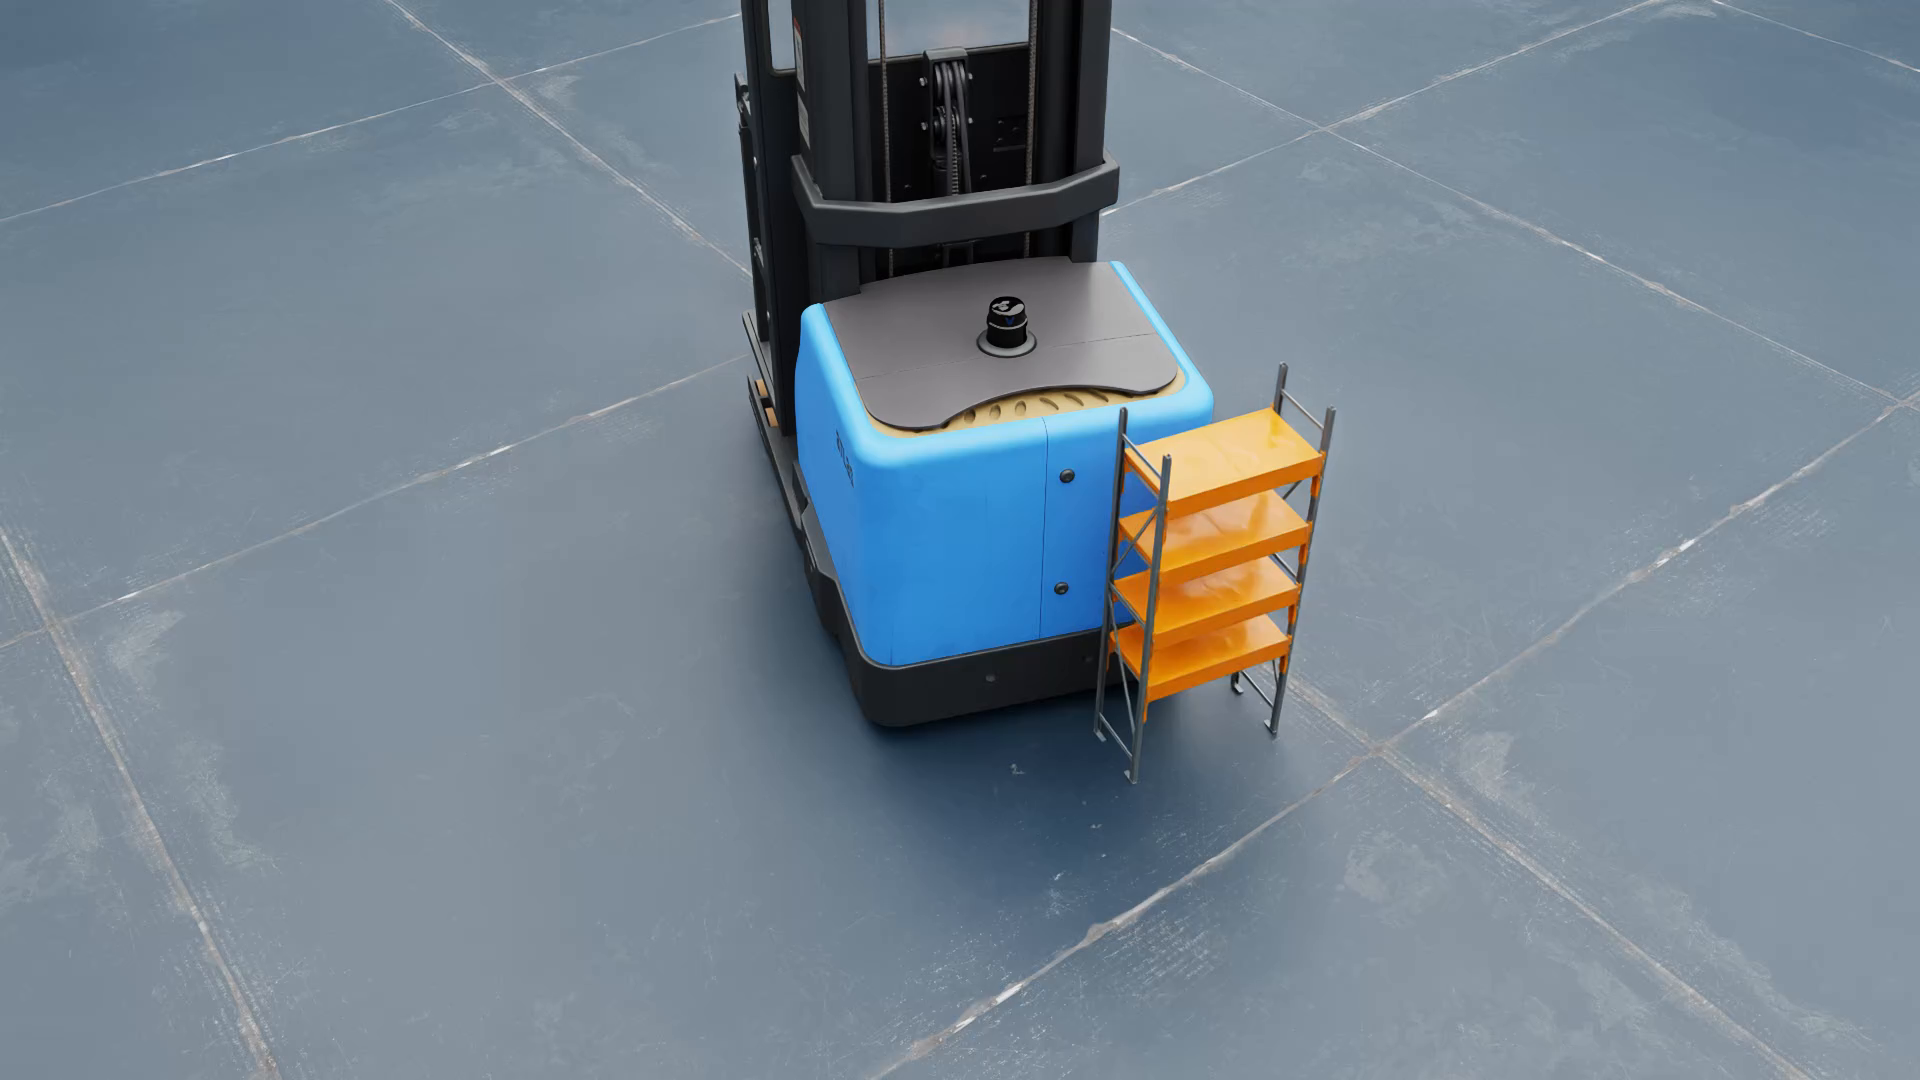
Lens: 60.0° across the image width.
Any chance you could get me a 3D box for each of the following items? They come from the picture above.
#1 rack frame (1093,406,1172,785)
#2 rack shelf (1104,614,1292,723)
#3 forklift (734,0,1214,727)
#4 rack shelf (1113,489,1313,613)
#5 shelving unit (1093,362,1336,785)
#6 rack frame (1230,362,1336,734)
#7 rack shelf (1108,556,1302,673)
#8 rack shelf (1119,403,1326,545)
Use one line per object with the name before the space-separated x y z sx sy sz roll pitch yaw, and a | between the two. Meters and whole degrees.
rack frame | 0.464 0.187 4.573 0.015 1.200 0.240 -17 43 -19
rack shelf | 0.684 0.325 4.824 0.480 0.148 0.258 -17 43 -19
forklift | -0.169 -1.518 5.289 1.130 2.935 3.031 -10 40 -12
rack shelf | 0.686 0.001 4.553 0.480 0.148 0.258 -17 43 -19
shelving unit | 0.685 0.121 4.654 0.503 1.200 0.258 -17 43 -19
rack frame | 0.906 0.055 4.734 0.015 1.200 0.240 -17 43 -19
rack shelf | 0.685 0.173 4.697 0.480 0.148 0.258 -17 43 -19
rack shelf | 0.687 -0.180 4.401 0.480 0.148 0.258 -17 43 -19
